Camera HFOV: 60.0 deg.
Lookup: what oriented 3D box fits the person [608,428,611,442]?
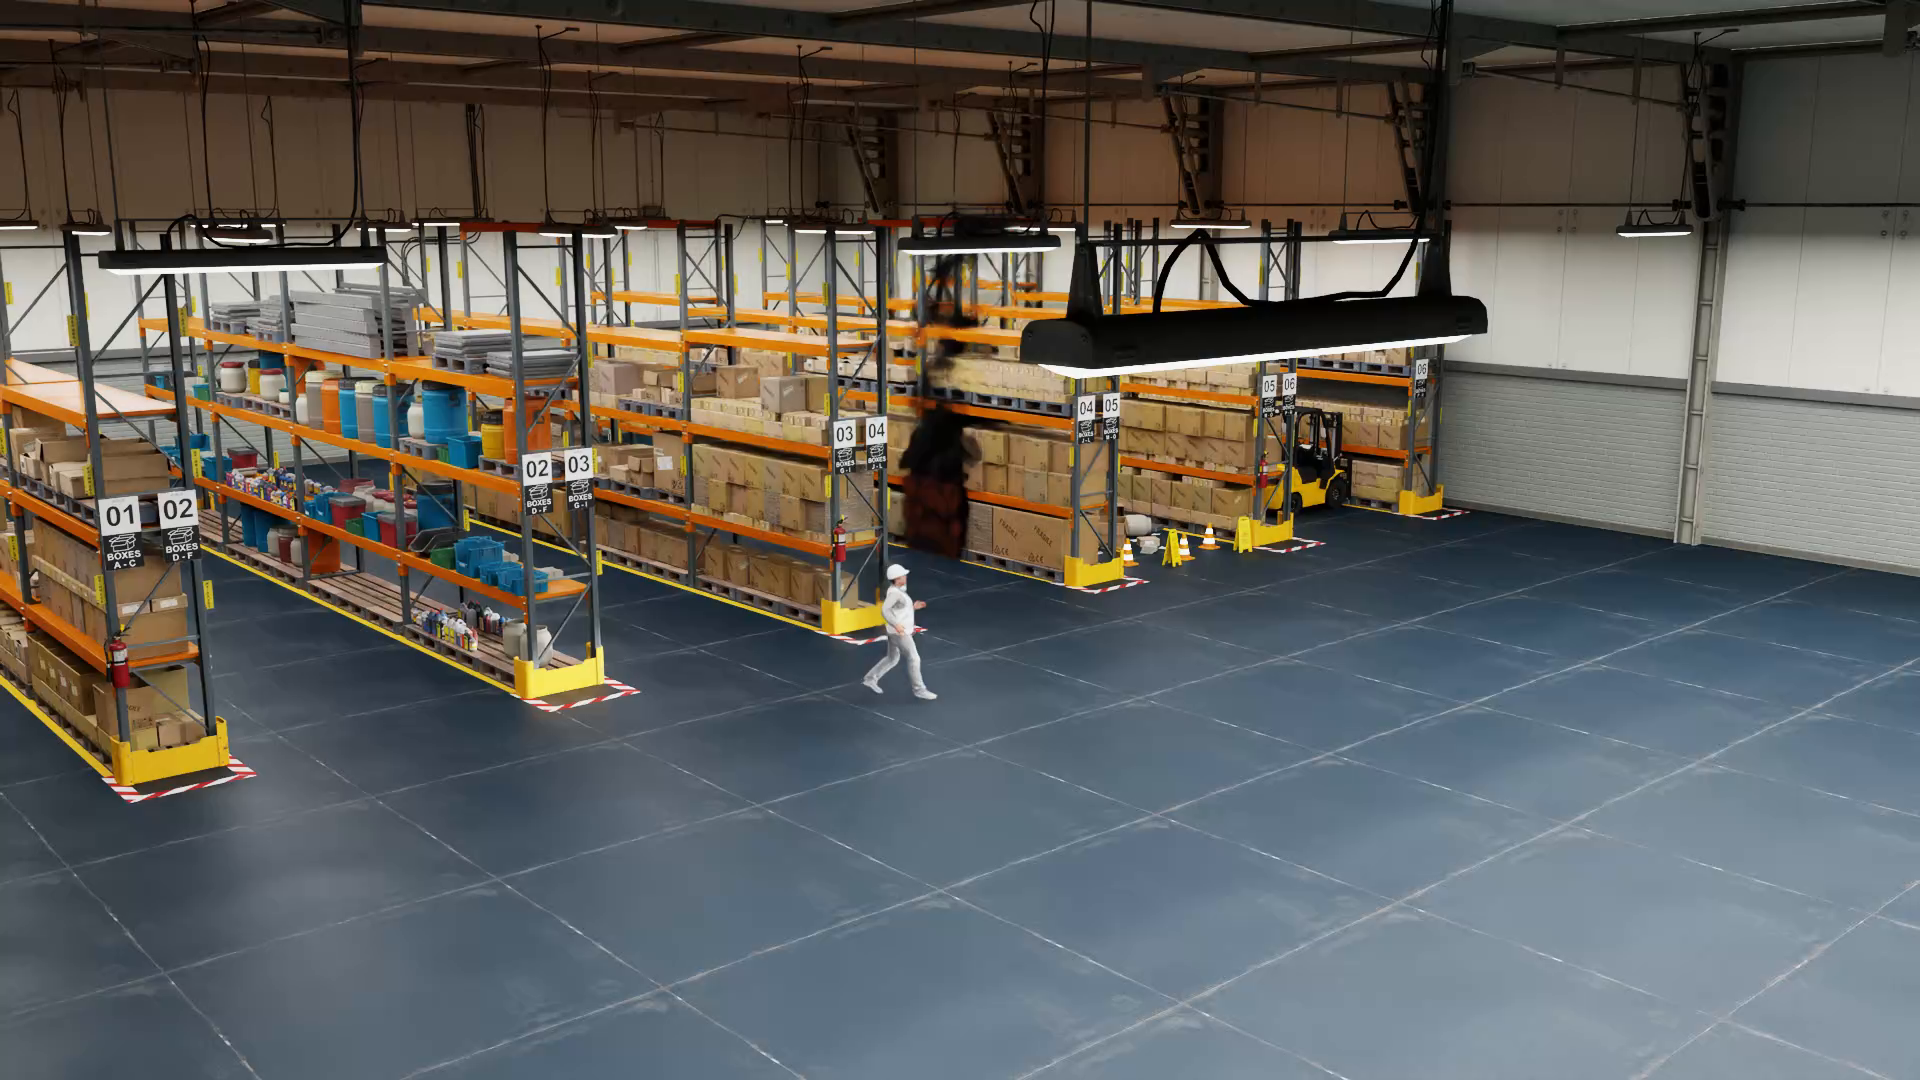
[{"bbox_3d":[-8.766,-2.886,42.024,0.555,1.613,0.557,6,13,29],"label":"person"}]

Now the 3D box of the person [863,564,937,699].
[{"bbox_3d":[-0.774,1.181,21.411,0.936,1.768,0.651,-2,12,-9],"label":"person"}]

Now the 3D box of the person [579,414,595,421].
[{"bbox_3d":[-9.105,-2.609,40.540,0.659,1.660,0.535,9,15,39],"label":"person"}]
